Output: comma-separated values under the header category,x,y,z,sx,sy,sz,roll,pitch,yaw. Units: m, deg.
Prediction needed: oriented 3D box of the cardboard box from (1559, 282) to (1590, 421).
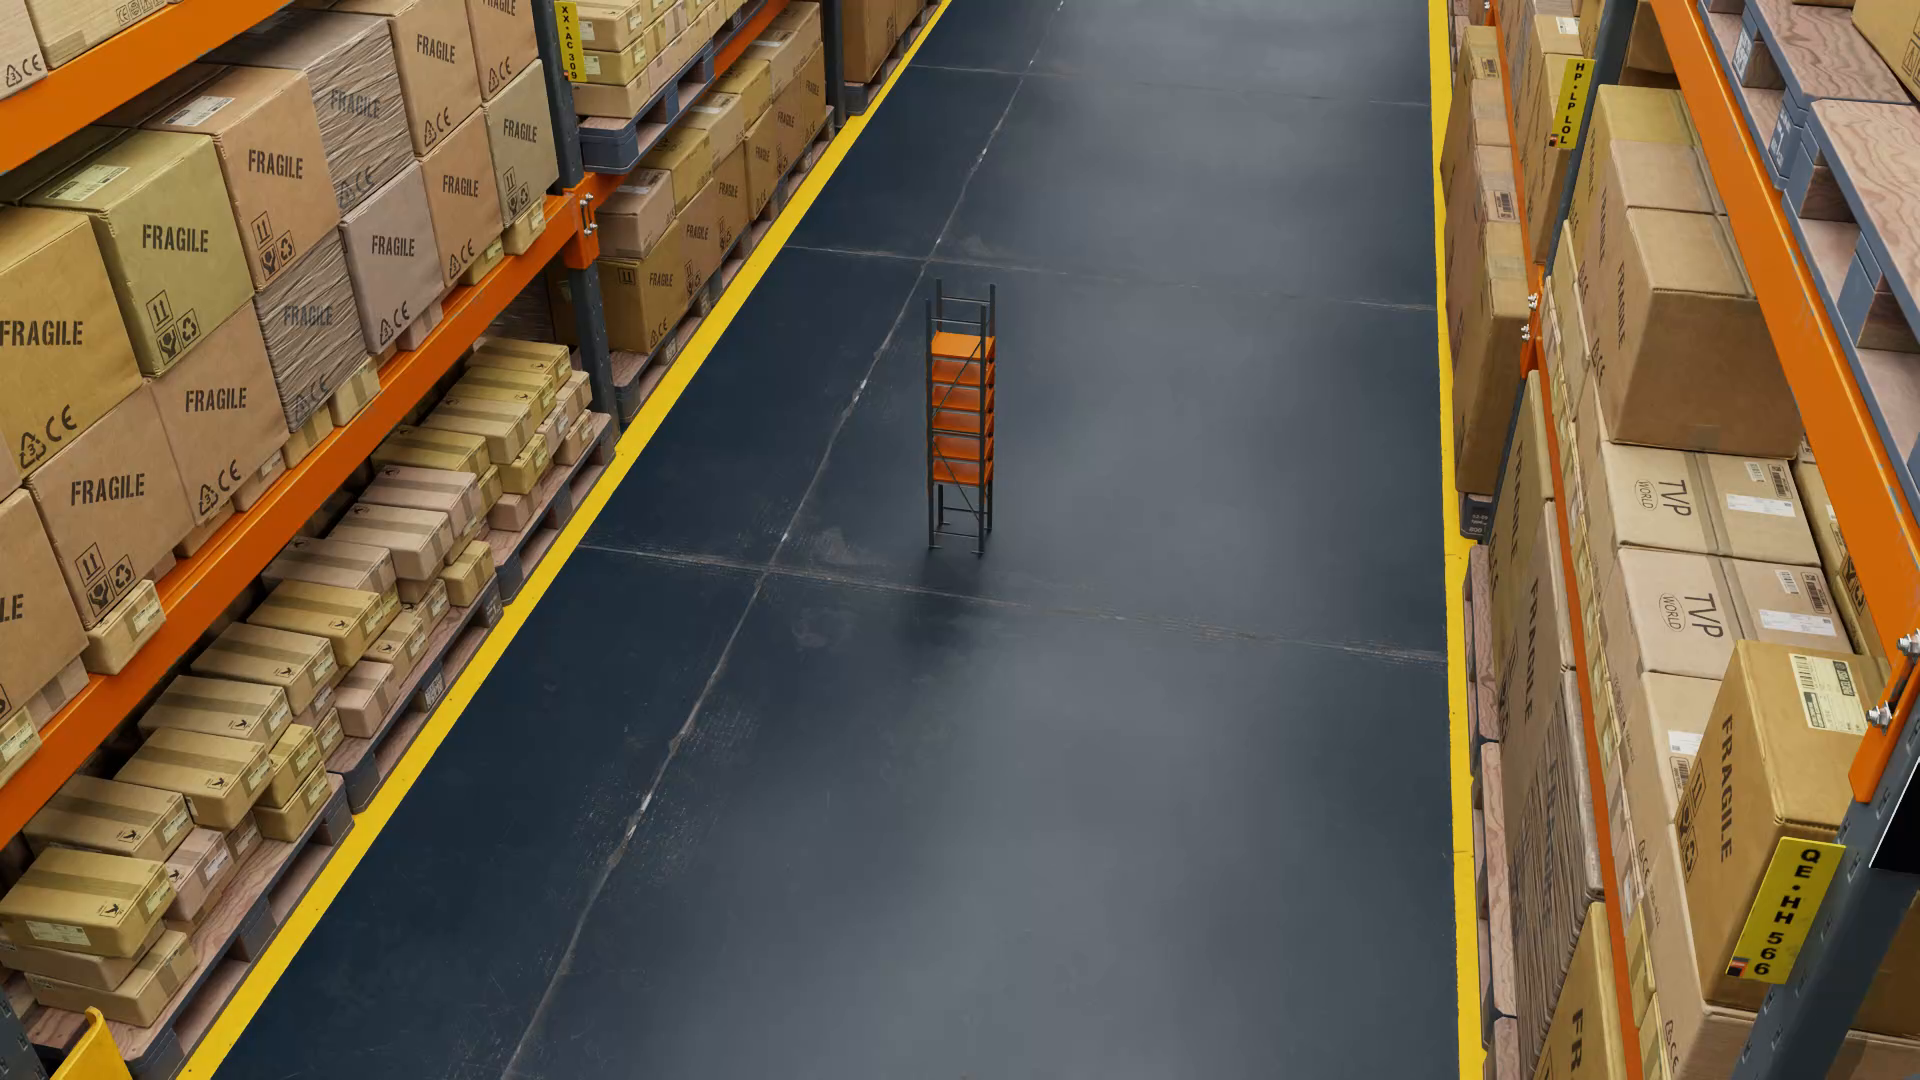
category,x,y,z,sx,sy,sz,roll,pitch,yaw
cardboard box,2.243,-0.590,5.383,0.500,0.250,0.500,7,37,10

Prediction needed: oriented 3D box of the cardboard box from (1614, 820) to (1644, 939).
category,x,y,z,sx,sy,sz,roll,pitch,yaw
cardboard box,1.719,0.804,3.798,0.380,0.149,0.250,7,37,10

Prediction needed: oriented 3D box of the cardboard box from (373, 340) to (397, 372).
category,x,y,z,sx,sy,sz,roll,pitch,yaw
cardboard box,-2.225,-0.686,5.854,0.380,0.149,0.250,7,36,9

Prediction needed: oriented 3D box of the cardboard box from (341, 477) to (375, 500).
category,x,y,z,sx,sy,sz,roll,pitch,yaw
cardboard box,-2.547,-0.245,6.849,0.380,0.149,0.250,6,36,8

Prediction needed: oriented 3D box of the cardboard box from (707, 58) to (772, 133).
category,x,y,z,sx,sy,sz,roll,pitch,yaw
cardboard box,-1.370,-2.481,9.250,0.500,0.250,0.500,8,37,11

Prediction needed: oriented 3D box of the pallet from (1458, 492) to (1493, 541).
category,x,y,z,sx,sy,sz,roll,pitch,yaw
pallet,2.801,-0.374,7.586,1.003,0.211,1.213,7,37,10

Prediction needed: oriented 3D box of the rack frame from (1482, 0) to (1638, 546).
category,x,y,z,sx,sy,sz,roll,pitch,yaw
rack frame,2.710,-1.051,6.145,1.000,3.000,0.127,7,37,10

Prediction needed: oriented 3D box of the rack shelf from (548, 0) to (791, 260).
category,x,y,z,sx,sy,sz,roll,pitch,yaw
rack shelf,-1.687,-2.586,8.876,1.077,0.370,4.000,7,37,10

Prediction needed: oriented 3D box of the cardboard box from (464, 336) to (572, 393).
category,x,y,z,sx,sy,sz,roll,pitch,yaw
cardboard box,-1.935,-0.751,7.295,0.380,0.149,0.250,8,37,11

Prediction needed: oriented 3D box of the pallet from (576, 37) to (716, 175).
category,x,y,z,sx,sy,sz,roll,pitch,yaw
pallet,-1.808,-2.073,7.718,1.003,0.211,1.213,7,37,10

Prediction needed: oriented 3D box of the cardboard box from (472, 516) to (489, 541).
category,x,y,z,sx,sy,sz,roll,pitch,yaw
cardboard box,-2.170,-0.045,6.828,0.380,0.149,0.250,6,36,9

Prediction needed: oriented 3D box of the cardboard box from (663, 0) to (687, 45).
category,x,y,z,sx,sy,sz,roll,pitch,yaw
cardboard box,-1.472,-2.385,7.587,0.380,0.149,0.250,8,37,11

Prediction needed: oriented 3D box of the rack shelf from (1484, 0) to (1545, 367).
category,x,y,z,sx,sy,sz,roll,pitch,yaw
rack shelf,3.137,-1.907,7.938,1.077,0.370,4.000,7,37,10

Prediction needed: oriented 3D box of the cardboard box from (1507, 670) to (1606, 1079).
category,x,y,z,sx,sy,sz,roll,pitch,yaw
cardboard box,2.109,1.033,4.721,0.875,0.875,0.875,7,37,10

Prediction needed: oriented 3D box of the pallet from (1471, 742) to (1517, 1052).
category,x,y,z,sx,sy,sz,roll,pitch,yaw
pallet,2.213,1.205,5.407,1.003,0.211,1.213,7,37,10

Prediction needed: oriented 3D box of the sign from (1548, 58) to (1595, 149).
category,x,y,z,sx,sy,sz,roll,pitch,yaw
sign,2.178,-1.551,5.914,0.100,0.325,0.005,7,37,10

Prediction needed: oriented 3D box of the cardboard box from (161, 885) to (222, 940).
category,x,y,z,sx,sy,sz,roll,pitch,yaw
cardboard box,-2.568,1.126,5.212,0.380,0.149,0.250,7,37,10

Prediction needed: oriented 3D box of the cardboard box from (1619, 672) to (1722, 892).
category,x,y,z,sx,sy,sz,roll,pitch,yaw
cardboard box,1.809,0.580,3.768,0.500,0.250,0.500,7,36,9

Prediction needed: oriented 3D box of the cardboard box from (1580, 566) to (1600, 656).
category,x,y,z,sx,sy,sz,roll,pitch,yaw
cardboard box,1.937,0.222,4.602,0.380,0.149,0.250,8,37,11

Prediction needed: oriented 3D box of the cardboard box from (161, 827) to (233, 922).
category,x,y,z,sx,sy,sz,roll,pitch,yaw
cardboard box,-2.492,1.008,5.121,0.380,0.149,0.250,7,37,10

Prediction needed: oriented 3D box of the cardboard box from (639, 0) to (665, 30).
category,x,y,z,sx,sy,sz,roll,pitch,yaw
cardboard box,-1.527,-2.369,7.312,0.380,0.149,0.250,8,37,11

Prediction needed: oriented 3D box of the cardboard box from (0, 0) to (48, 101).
category,x,y,z,sx,sy,sz,roll,pitch,yaw
cardboard box,-2.506,-1.118,3.809,0.500,0.250,0.500,8,37,11

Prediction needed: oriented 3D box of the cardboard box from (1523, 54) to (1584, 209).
category,x,y,z,sx,sy,sz,roll,pitch,yaw
cardboard box,2.656,-1.677,6.923,0.500,0.500,0.500,8,37,11

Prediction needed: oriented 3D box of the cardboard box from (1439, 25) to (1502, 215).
category,x,y,z,sx,sy,sz,roll,pitch,yaw
cardboard box,3.397,-2.261,9.267,1.225,0.875,0.875,6,36,8

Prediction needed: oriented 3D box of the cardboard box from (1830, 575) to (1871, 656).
category,x,y,z,sx,sy,sz,roll,pitch,yaw
cardboard box,2.437,0.354,4.080,0.500,0.250,0.500,6,36,8

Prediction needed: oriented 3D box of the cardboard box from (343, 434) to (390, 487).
category,x,y,z,sx,sy,sz,roll,pitch,yaw
cardboard box,-2.546,-0.362,6.758,0.380,0.149,0.250,6,36,9

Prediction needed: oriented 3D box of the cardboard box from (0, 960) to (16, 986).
category,x,y,z,sx,sy,sz,roll,pitch,yaw
cardboard box,-3.059,1.218,5.084,0.380,0.149,0.250,8,37,11

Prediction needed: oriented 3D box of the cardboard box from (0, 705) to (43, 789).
category,x,y,z,sx,sy,sz,roll,pitch,yaw
cardboard box,-2.579,0.519,4.192,0.380,0.149,0.250,7,37,10

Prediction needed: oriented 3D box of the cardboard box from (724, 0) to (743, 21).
category,x,y,z,sx,sy,sz,roll,pitch,yaw
cardboard box,-1.307,-2.717,8.299,0.380,0.149,0.250,7,36,9

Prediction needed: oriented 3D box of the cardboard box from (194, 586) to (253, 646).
category,x,y,z,sx,sy,sz,roll,pitch,yaw
cardboard box,-2.777,0.230,5.941,0.380,0.149,0.250,6,36,8

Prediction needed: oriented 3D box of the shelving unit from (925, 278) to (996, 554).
category,x,y,z,sx,sy,sz,roll,pitch,yaw
shelving unit,0.003,-0.494,6.909,0.258,1.200,0.189,7,37,10

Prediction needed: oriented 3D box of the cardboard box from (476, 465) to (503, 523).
category,x,y,z,sx,sy,sz,roll,pitch,yaw
cardboard box,-2.105,-0.203,6.792,0.380,0.149,0.250,8,37,10

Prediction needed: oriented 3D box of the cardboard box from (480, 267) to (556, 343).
category,x,y,z,sx,sy,sz,roll,pitch,yaw
cardboard box,-2.202,-1.345,8.322,0.500,0.500,0.500,7,36,9

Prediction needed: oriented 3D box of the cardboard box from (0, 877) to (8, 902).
category,x,y,z,sx,sy,sz,roll,pitch,yaw
cardboard box,-3.134,1.088,5.011,0.380,0.149,0.250,6,36,9

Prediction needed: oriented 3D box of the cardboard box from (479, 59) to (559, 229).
category,x,y,z,sx,sy,sz,roll,pitch,yaw
cardboard box,-1.941,-1.579,6.534,0.500,0.500,0.500,7,37,10

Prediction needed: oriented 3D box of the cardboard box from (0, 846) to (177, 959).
category,x,y,z,sx,sy,sz,roll,pitch,yaw
cardboard box,-2.524,1.048,4.813,0.380,0.149,0.250,6,36,8

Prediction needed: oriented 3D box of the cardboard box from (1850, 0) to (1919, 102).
category,x,y,z,sx,sy,sz,roll,pitch,yaw
cardboard box,2.216,-1.139,3.181,0.700,0.500,0.500,5,36,7

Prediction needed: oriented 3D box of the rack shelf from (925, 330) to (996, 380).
category,x,y,z,sx,sy,sz,roll,pitch,yaw
rack shelf,0.003,-0.750,6.724,0.258,0.103,0.180,7,37,10

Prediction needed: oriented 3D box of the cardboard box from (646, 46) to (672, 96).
category,x,y,z,sx,sy,sz,roll,pitch,yaw
cardboard box,-1.527,-2.127,7.485,0.380,0.149,0.250,8,37,11

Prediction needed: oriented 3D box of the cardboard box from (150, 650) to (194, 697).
category,x,y,z,sx,sy,sz,roll,pitch,yaw
cardboard box,-2.927,0.491,5.835,0.380,0.149,0.250,8,37,11

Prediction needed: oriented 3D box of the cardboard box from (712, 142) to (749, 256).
category,x,y,z,sx,sy,sz,roll,pitch,yaw
cardboard box,-1.487,-1.885,9.067,0.500,0.500,0.500,8,37,11

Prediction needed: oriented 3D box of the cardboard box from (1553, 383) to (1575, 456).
category,x,y,z,sx,sy,sz,roll,pitch,yaw
cardboard box,2.156,-0.369,5.417,0.380,0.149,0.250,6,36,9

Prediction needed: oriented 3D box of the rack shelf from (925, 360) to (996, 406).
category,x,y,z,sx,sy,sz,roll,pitch,yaw
rack shelf,0.003,-0.652,6.795,0.258,0.103,0.180,7,37,10

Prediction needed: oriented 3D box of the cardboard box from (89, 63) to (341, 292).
category,x,y,z,sx,sy,sz,roll,pitch,yaw
cardboard box,-2.273,-1.106,5.029,0.500,0.500,0.500,6,36,8

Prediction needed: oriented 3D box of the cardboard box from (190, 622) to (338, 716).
category,x,y,z,sx,sy,sz,roll,pitch,yaw
cardboard box,-2.363,0.436,5.657,0.380,0.149,0.250,9,37,12

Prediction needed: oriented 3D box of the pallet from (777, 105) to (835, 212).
category,x,y,z,sx,sy,sz,roll,pitch,yaw
pallet,-1.428,-2.447,10.447,1.003,0.211,1.213,7,37,10

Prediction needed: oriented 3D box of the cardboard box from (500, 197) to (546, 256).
category,x,y,z,sx,sy,sz,roll,pitch,yaw
cardboard box,-1.895,-1.275,6.667,0.380,0.149,0.250,6,36,9

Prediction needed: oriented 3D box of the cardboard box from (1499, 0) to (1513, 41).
category,x,y,z,sx,sy,sz,roll,pitch,yaw
cardboard box,3.087,-2.845,8.534,0.500,0.500,0.500,6,36,9

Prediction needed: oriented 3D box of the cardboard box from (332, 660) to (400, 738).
category,x,y,z,sx,sy,sz,roll,pitch,yaw
cardboard box,-2.260,0.560,5.993,0.380,0.149,0.250,6,36,8

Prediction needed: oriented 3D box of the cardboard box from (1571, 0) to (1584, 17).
category,x,y,z,sx,sy,sz,roll,pitch,yaw
cardboard box,3.114,-2.616,7.363,0.797,0.503,0.637,8,37,11

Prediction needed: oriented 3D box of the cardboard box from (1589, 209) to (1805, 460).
category,x,y,z,sx,sy,sz,roll,pitch,yaw
cardboard box,2.139,-0.592,4.746,0.500,0.500,0.500,6,36,8

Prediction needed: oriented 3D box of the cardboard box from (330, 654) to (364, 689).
category,x,y,z,sx,sy,sz,roll,pitch,yaw
cardboard box,-2.384,0.398,5.963,0.380,0.149,0.250,9,37,12

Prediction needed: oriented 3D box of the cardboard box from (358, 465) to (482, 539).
category,x,y,z,sx,sy,sz,roll,pitch,yaw
cardboard box,-2.097,-0.150,6.466,0.380,0.149,0.250,6,36,8

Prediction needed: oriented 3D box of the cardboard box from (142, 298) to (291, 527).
category,x,y,z,sx,sy,sz,roll,pitch,yaw
cardboard box,-2.396,-0.411,4.922,0.500,0.500,0.500,8,37,11

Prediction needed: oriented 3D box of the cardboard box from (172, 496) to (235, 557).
category,x,y,z,sx,sy,sz,roll,pitch,yaw
cardboard box,-2.452,-0.098,5.043,0.380,0.149,0.250,7,37,10
